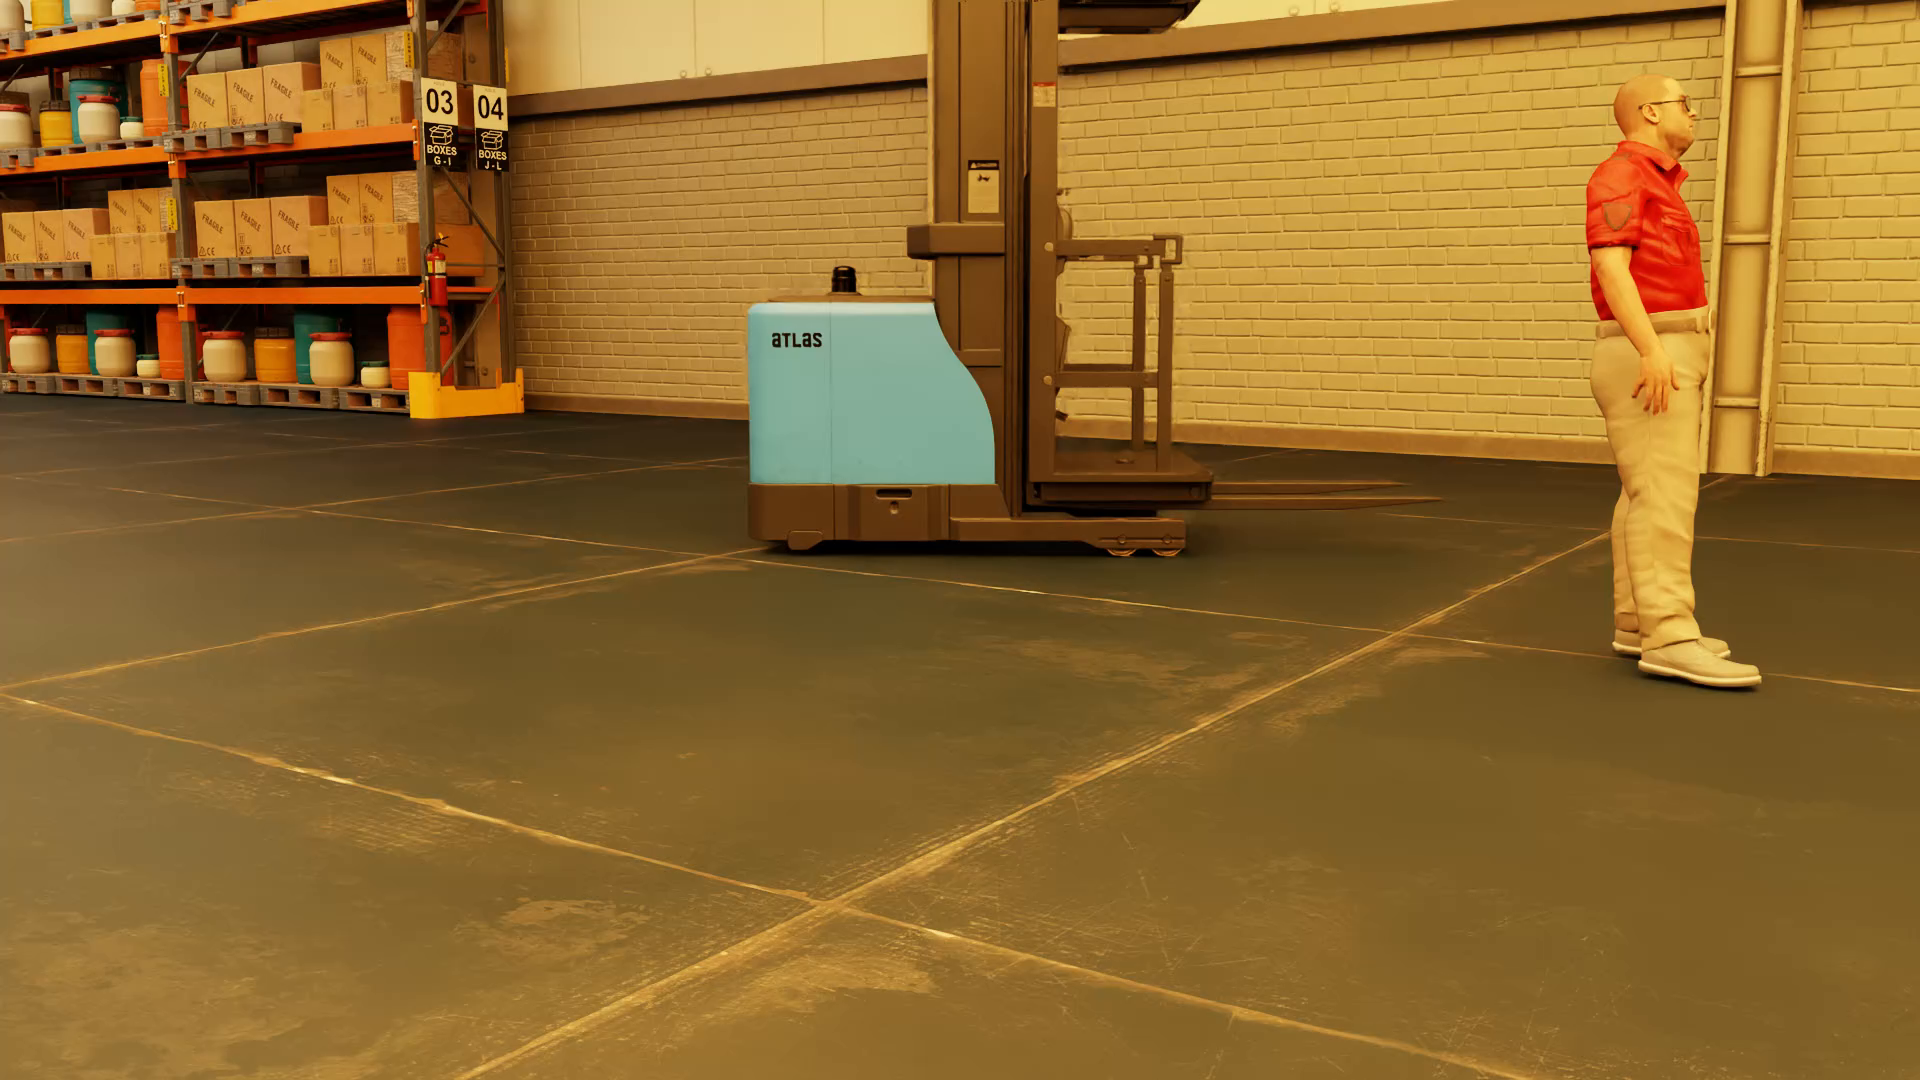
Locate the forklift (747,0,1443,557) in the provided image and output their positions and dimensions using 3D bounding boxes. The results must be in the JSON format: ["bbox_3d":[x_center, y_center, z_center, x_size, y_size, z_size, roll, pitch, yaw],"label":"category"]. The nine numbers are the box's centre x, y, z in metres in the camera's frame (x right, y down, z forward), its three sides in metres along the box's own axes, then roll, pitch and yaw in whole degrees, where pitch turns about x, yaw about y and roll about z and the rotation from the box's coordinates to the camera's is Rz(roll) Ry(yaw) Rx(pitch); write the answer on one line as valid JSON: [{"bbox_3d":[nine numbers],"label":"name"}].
[{"bbox_3d":[0.597,-1.453,7.412,3.031,2.935,1.130,0,8,0],"label":"forklift"}]

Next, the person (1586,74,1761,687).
[{"bbox_3d":[2.123,-0.492,4.875,0.551,1.727,0.640,5,9,29],"label":"person"}]
